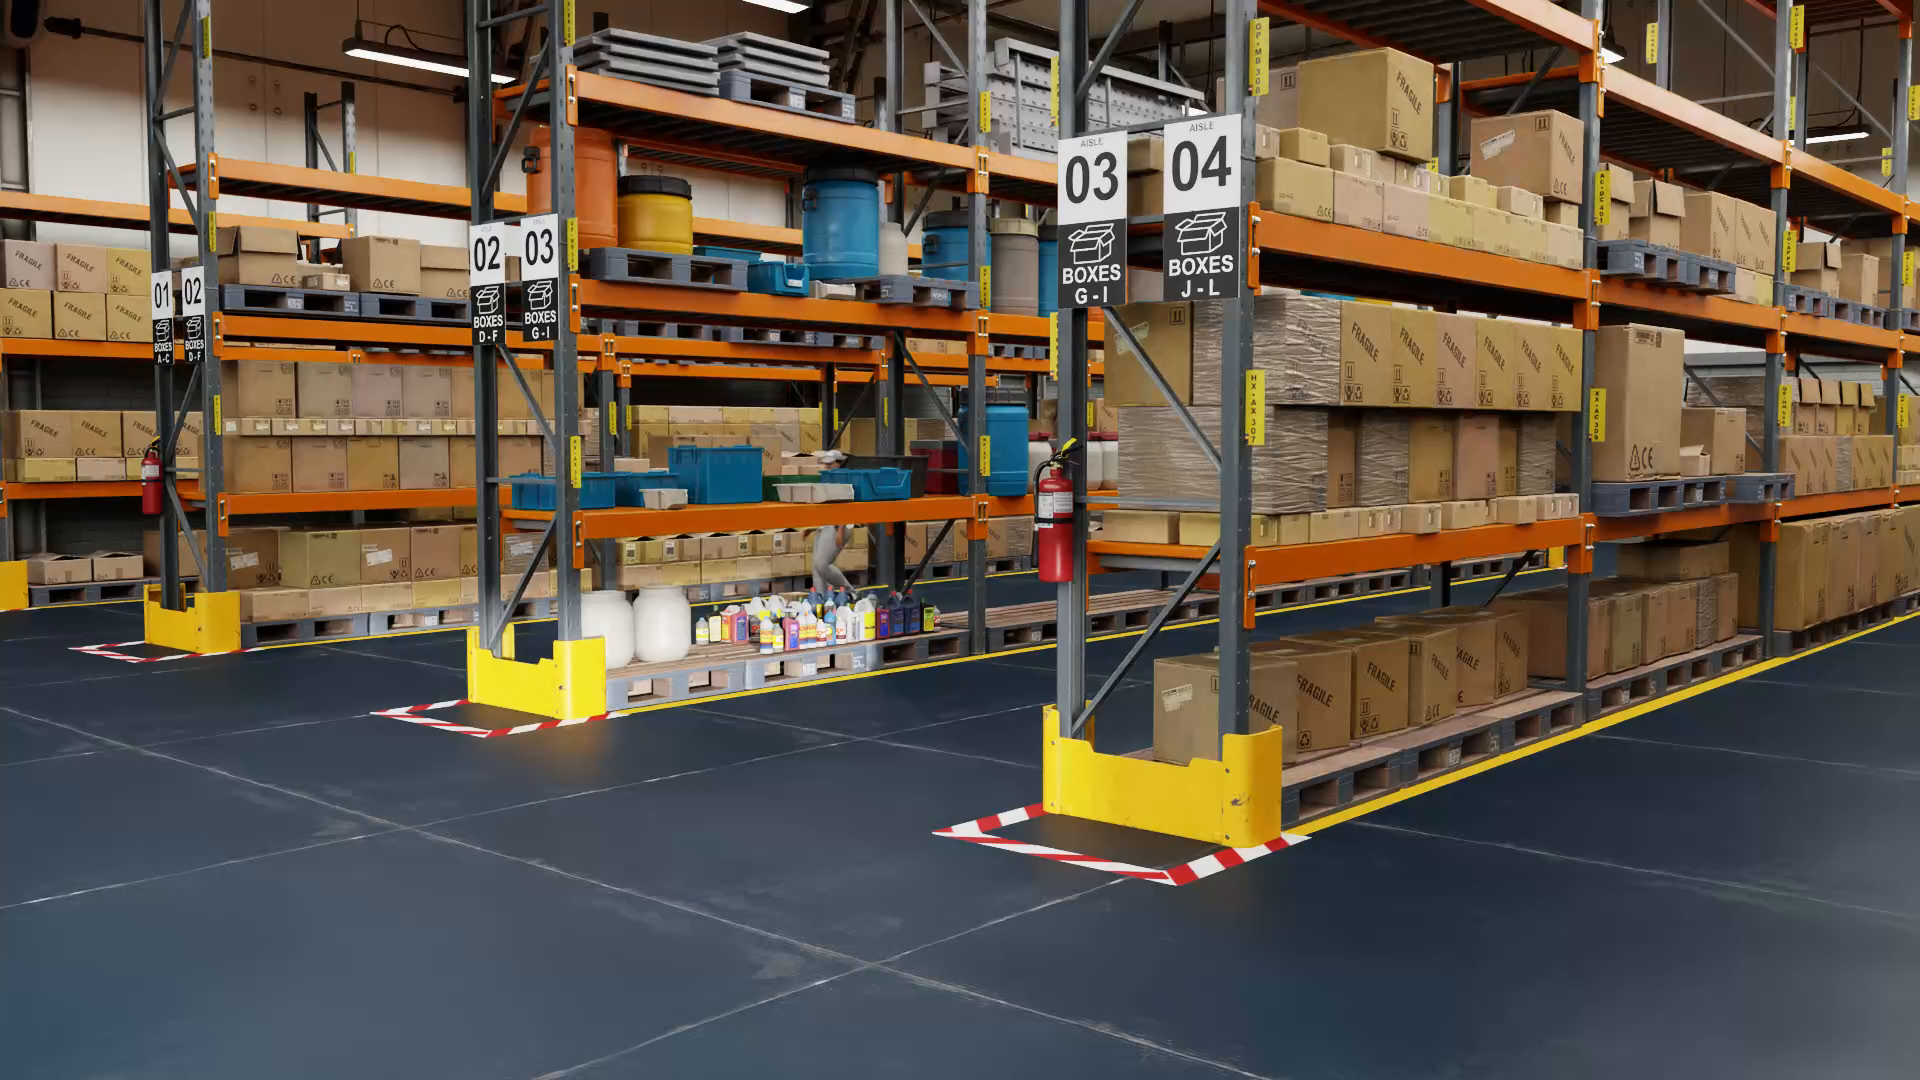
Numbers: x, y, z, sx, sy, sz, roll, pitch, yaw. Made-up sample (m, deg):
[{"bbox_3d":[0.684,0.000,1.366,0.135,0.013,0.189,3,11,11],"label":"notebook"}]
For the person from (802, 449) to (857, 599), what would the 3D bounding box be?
[{"bbox_3d":[-1.352,-0.081,16.647,0.588,1.650,0.534,-2,4,-24],"label":"person"}]
